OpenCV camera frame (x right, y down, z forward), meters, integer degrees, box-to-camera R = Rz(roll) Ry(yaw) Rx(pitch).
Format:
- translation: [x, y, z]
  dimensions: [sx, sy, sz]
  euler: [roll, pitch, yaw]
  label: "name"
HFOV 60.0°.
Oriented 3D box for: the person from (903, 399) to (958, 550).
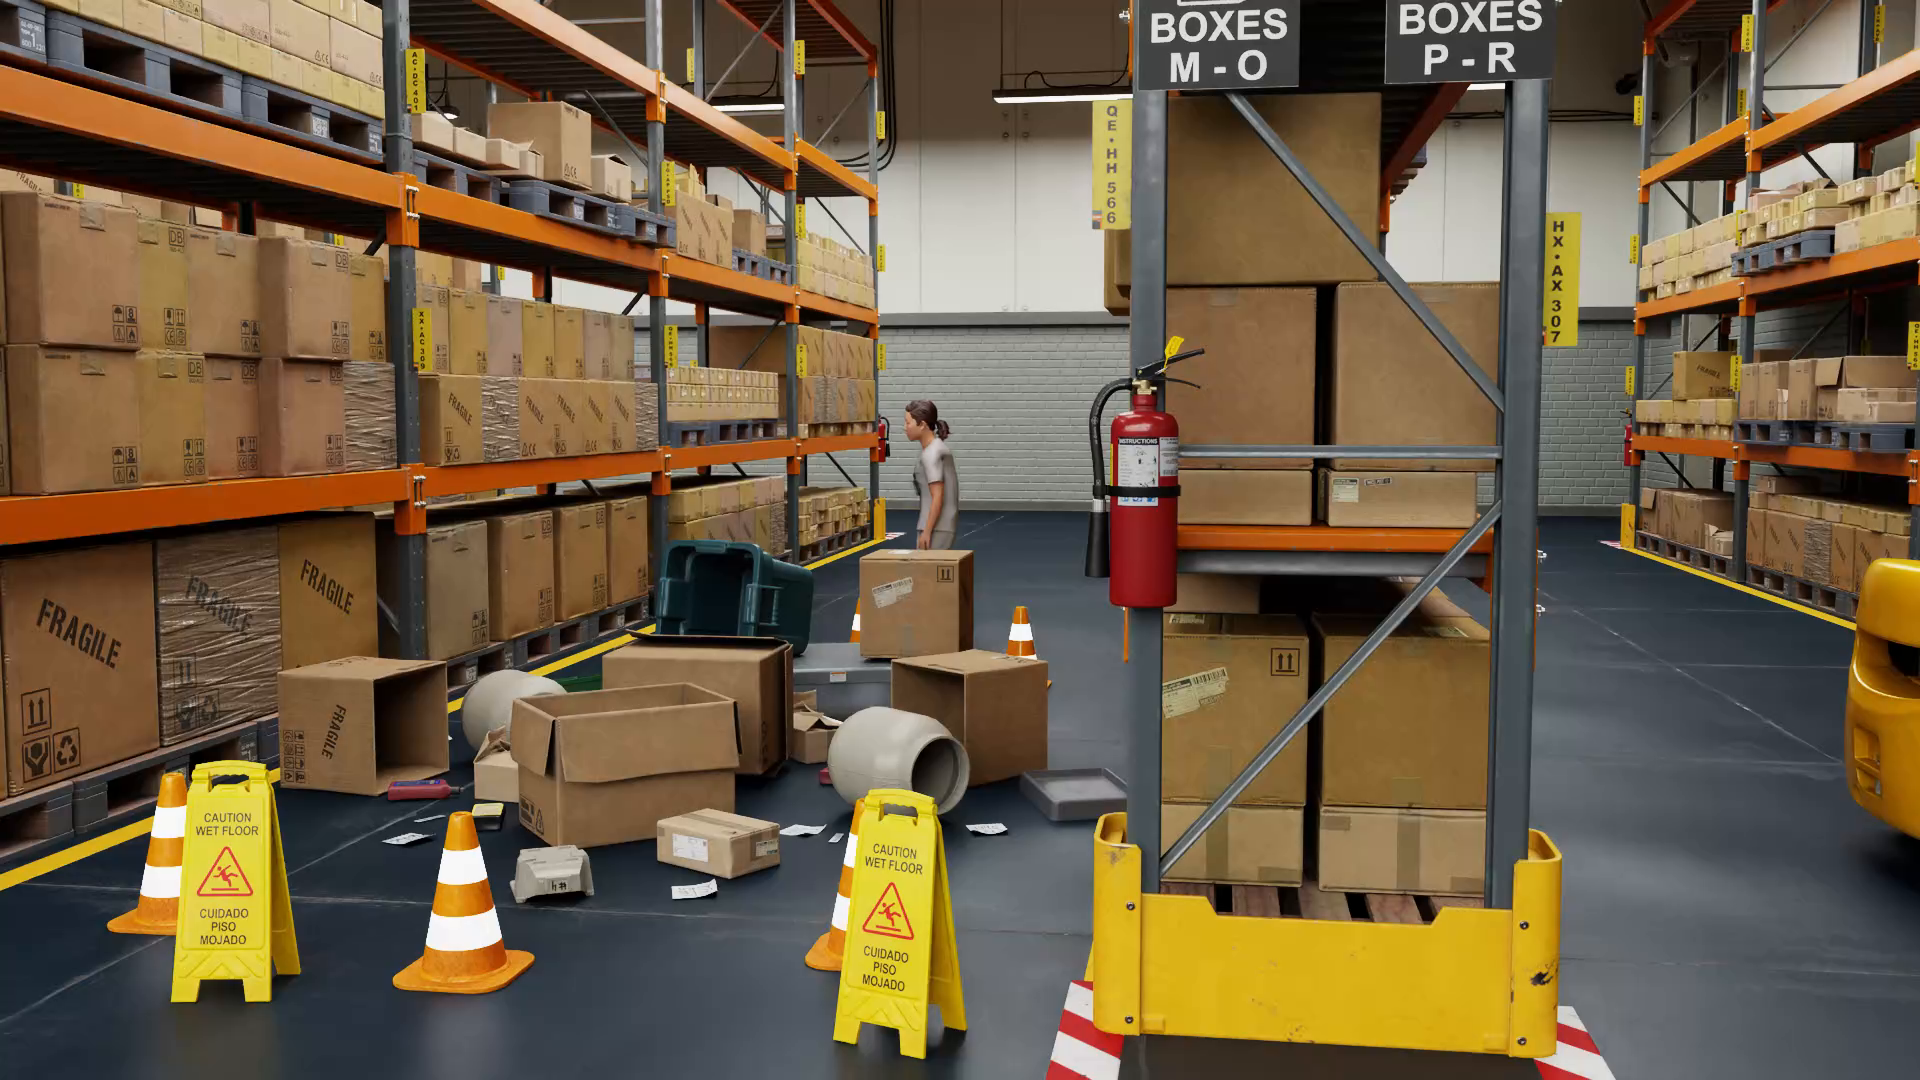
- translation: [-0.192, -0.039, 10.352]
  dimensions: [0.362, 1.672, 0.488]
  euler: [0, 5, -2]
  label: "person"
